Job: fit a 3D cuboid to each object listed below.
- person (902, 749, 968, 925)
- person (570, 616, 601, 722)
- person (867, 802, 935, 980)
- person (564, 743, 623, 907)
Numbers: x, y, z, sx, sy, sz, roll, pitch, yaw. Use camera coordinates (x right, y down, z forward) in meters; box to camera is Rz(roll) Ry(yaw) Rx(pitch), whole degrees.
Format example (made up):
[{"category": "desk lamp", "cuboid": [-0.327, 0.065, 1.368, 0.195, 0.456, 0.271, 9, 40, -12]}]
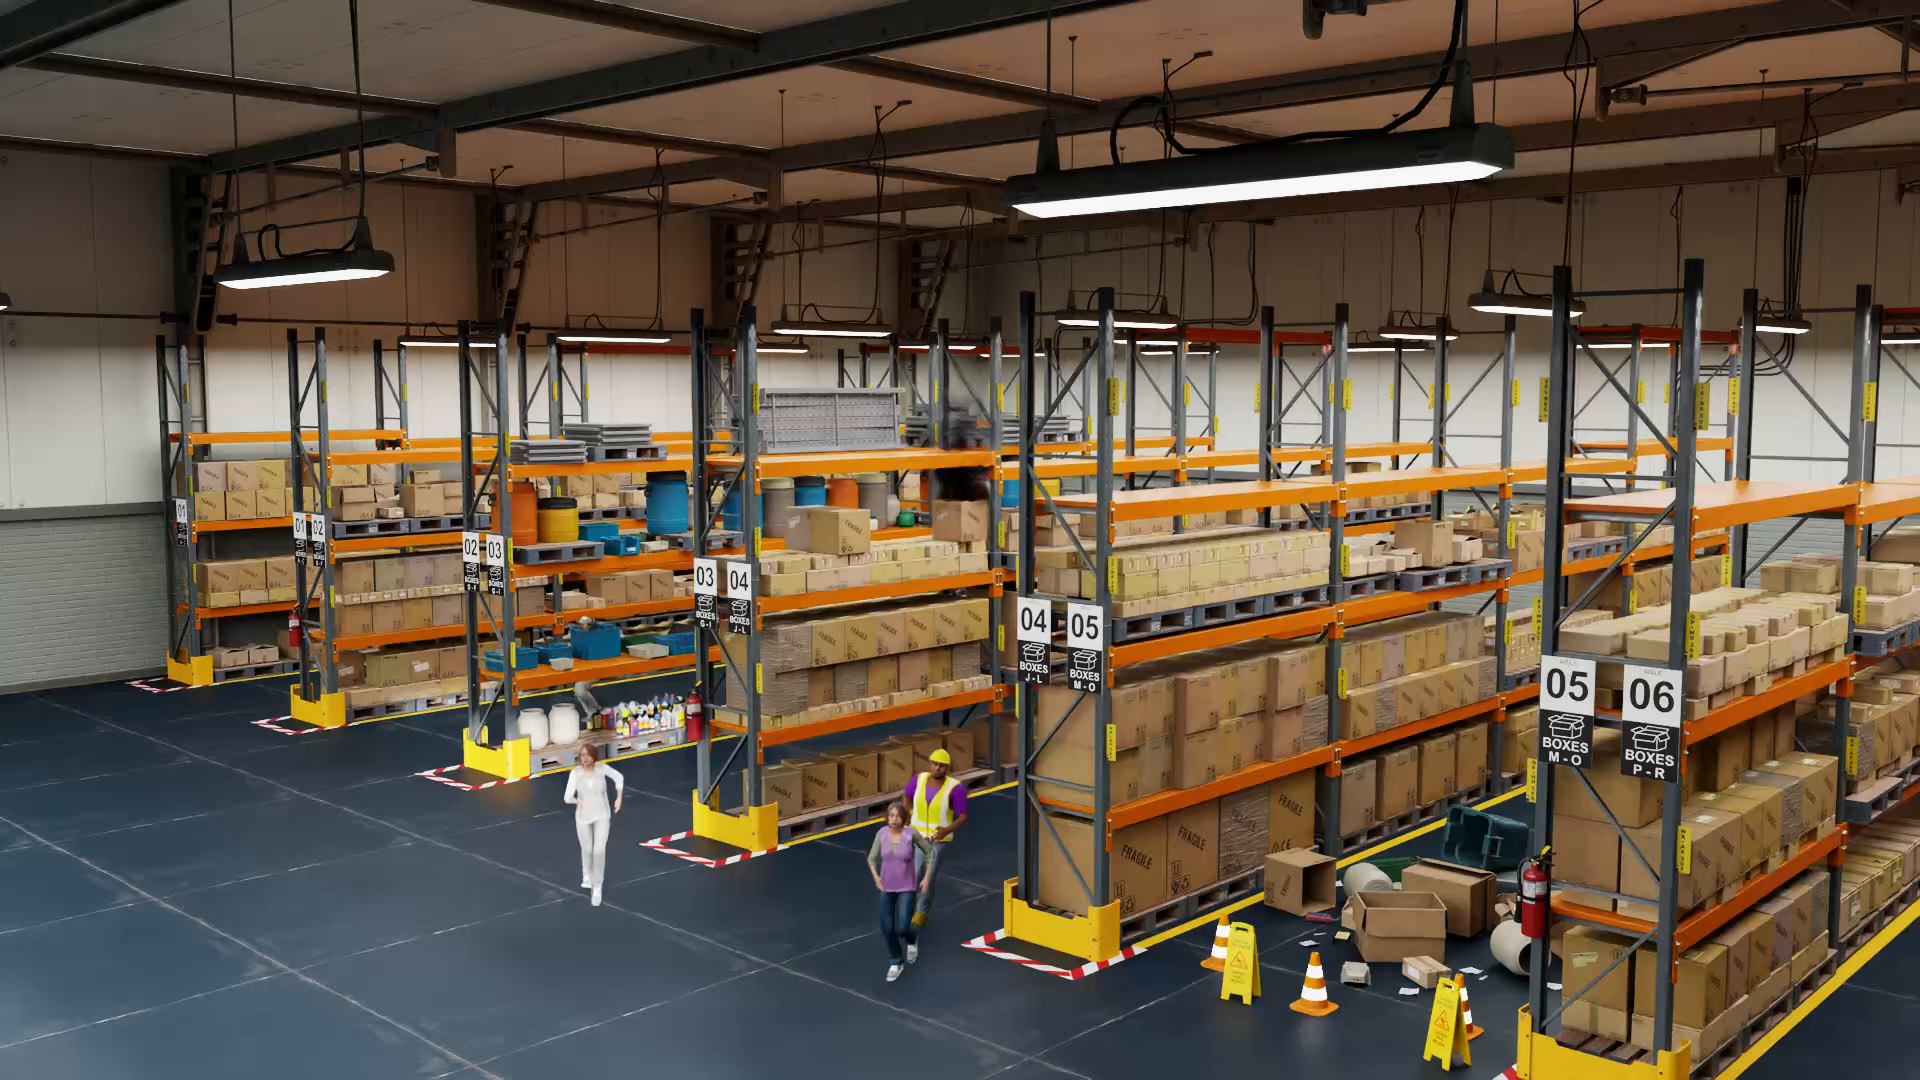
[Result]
[{"category": "person", "cuboid": [-0.263, 2.829, 15.785, 0.688, 1.719, 0.573, 1, 5, 10]}, {"category": "person", "cuboid": [-5.723, 1.978, 25.244, 0.591, 1.638, 0.576, 4, 7, 36]}, {"category": "person", "cuboid": [-0.526, 3.046, 14.448, 0.580, 1.572, 0.566, 1, 5, 9]}, {"category": "person", "cuboid": [-3.656, 2.812, 16.614, 0.545, 1.614, 0.820, 0, 5, -4]}]
